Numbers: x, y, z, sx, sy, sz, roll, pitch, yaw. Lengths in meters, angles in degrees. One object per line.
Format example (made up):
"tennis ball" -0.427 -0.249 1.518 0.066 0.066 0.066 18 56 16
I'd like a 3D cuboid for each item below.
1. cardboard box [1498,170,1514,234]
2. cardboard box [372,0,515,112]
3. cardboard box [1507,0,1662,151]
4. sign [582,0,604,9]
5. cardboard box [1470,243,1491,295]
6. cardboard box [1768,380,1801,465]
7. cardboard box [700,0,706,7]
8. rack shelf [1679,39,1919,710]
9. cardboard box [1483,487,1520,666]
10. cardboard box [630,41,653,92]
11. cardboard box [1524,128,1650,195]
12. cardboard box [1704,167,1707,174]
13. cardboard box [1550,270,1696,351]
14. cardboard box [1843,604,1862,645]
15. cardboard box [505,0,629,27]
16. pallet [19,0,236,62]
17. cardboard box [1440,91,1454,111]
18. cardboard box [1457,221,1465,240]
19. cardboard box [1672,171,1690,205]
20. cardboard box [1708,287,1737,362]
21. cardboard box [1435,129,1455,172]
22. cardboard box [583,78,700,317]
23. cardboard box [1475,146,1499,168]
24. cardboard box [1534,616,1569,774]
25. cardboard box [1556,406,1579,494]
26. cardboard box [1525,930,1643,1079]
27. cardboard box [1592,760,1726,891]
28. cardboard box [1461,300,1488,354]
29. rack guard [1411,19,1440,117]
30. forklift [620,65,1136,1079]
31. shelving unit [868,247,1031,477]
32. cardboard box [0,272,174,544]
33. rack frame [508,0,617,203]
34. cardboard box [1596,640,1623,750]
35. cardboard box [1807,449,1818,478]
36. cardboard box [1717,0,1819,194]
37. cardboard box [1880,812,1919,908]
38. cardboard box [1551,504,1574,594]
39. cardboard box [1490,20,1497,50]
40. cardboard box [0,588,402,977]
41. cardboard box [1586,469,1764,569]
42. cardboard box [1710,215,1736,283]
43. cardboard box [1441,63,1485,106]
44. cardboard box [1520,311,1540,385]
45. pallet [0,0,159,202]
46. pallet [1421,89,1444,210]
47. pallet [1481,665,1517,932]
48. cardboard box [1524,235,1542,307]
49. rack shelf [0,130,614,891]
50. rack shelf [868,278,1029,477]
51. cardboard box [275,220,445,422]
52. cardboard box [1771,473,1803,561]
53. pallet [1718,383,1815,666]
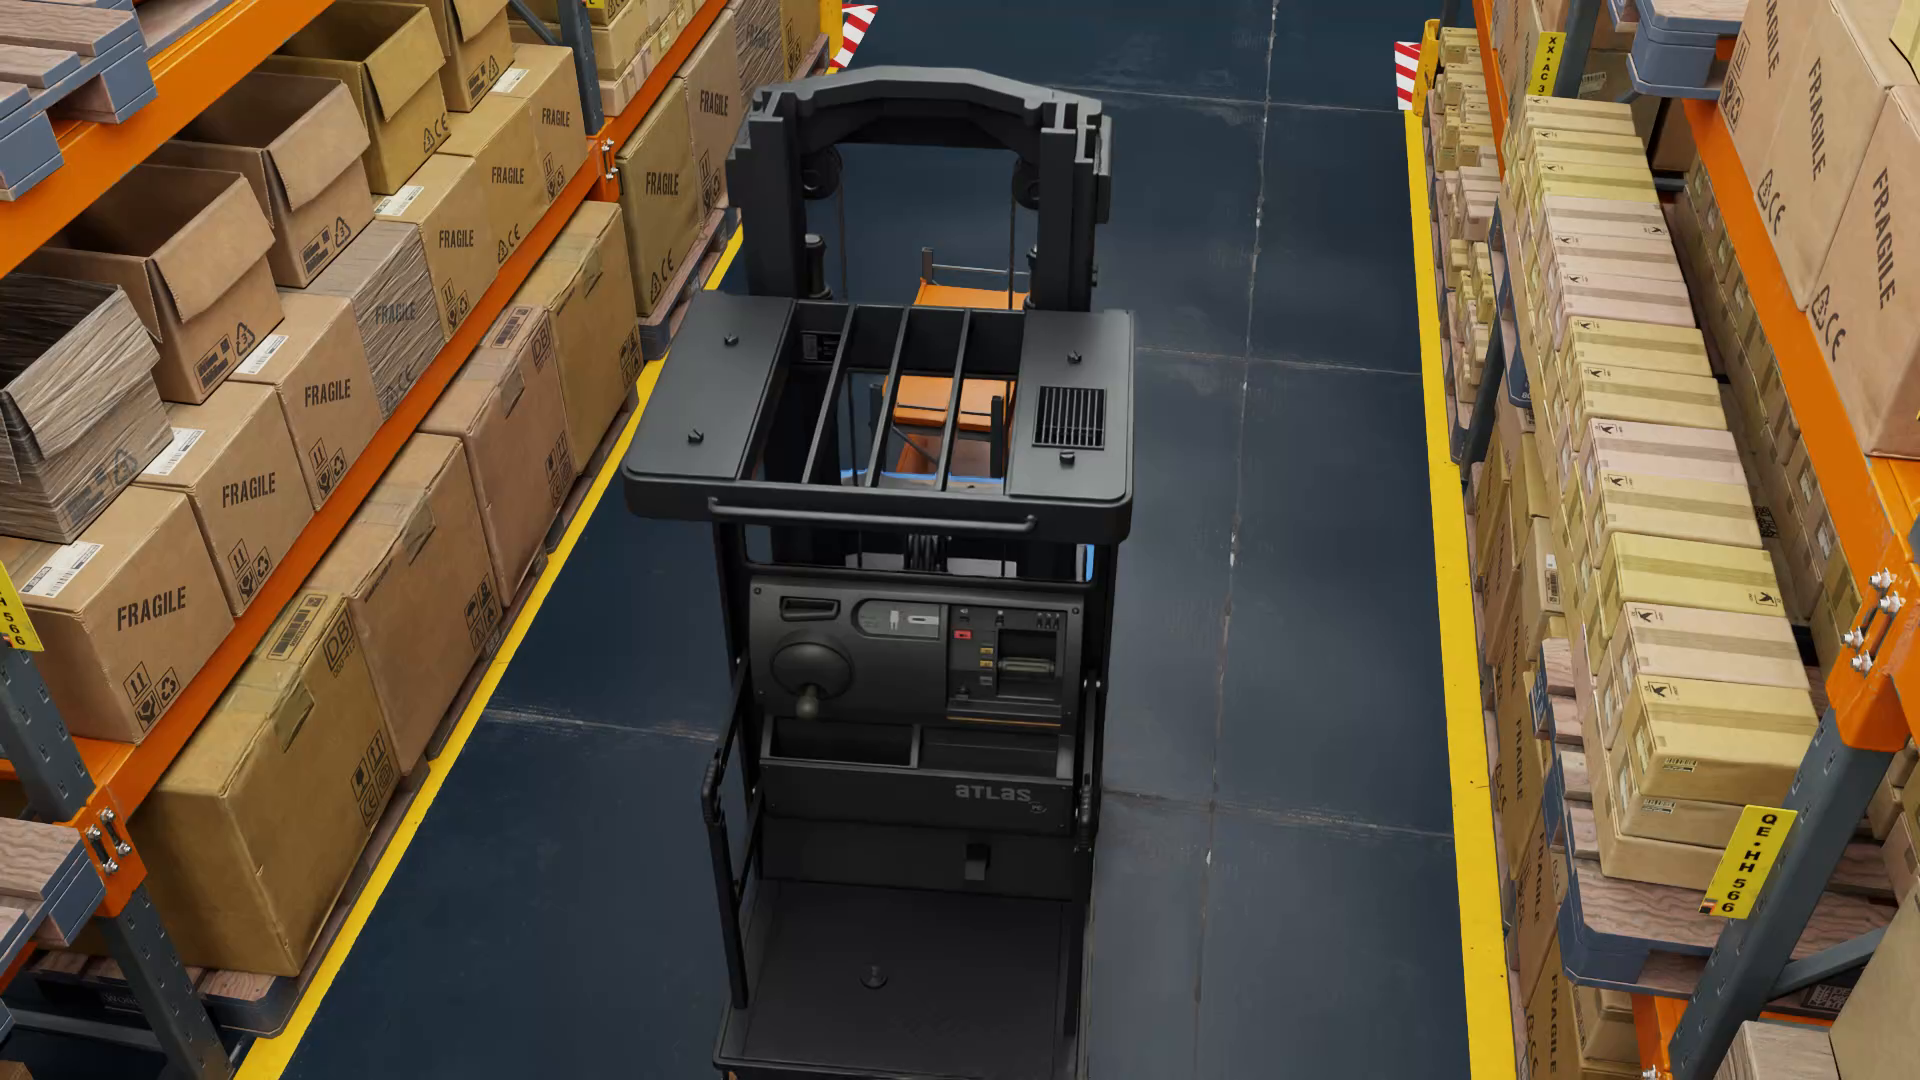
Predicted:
"cardboard box" 2.260 -1.271 6.300 0.380 0.149 0.250 5 40 6
"cardboard box" -2.189 -2.036 6.493 0.797 0.503 0.637 5 40 7
"cardboard box" 2.587 -1.890 6.870 0.500 0.500 0.500 6 40 8
"sign" -1.550 -2.374 6.921 0.100 0.325 0.005 6 40 8
"cardboard box" 2.628 -1.268 7.871 0.380 0.149 0.250 6 40 7
"cardboard box" 2.635 -0.331 4.930 0.380 0.149 0.250 8 40 9
"cardboard box" -1.484 -2.878 8.574 0.380 0.149 0.250 7 40 8
"rack shelf" 2.435 -1.026 4.347 1.077 0.370 4.000 6 40 8
"cardboard box" 2.303 0.166 6.327 0.500 0.500 0.500 8 40 10
"cardboard box" -1.662 -2.229 7.790 0.380 0.149 0.250 5 40 6
"cardboard box" 2.218 -1.324 5.898 0.380 0.149 0.250 7 40 9
"cardboard box" 2.904 -1.423 6.018 0.380 0.149 0.250 8 40 10
"cardboard box" 2.038 -0.688 5.129 0.380 0.149 0.250 8 40 9
"cardboard box" 2.459 0.309 4.156 0.380 0.149 0.250 5 40 6
"cardboard box" -1.751 -2.631 7.374 0.500 0.500 0.500 6 40 8
"pallet" -2.529 -1.697 4.743 1.003 0.211 1.213 8 40 10
"cardboard box" 3.027 -2.624 9.744 0.380 0.149 0.250 6 40 7
"cardboard box" 2.804 -1.555 8.684 0.380 0.149 0.250 7 40 9
"cardboard box" 3.153 -1.447 6.843 0.380 0.149 0.250 8 40 9
"cardboard box" 2.775 -0.720 5.634 0.380 0.149 0.250 4 40 5
"cardboard box" 2.915 -2.204 9.469 0.380 0.149 0.250 7 40 8
"cardboard box" -1.893 -1.761 8.364 0.875 0.875 0.875 6 40 8
"cardboard box" 2.891 -1.917 8.656 0.380 0.149 0.250 6 40 8
"cardboard box" 2.130 0.527 5.302 0.500 0.250 0.500 7 40 9
"cardboard box" 1.947 -0.241 4.822 0.380 0.149 0.250 7 40 9
"cardboard box" 1.946 1.468 4.753 0.500 0.500 0.500 6 40 7
"cardboard box" 1.722 0.683 3.938 0.380 0.149 0.250 7 40 8
"cardboard box" 2.557 -0.984 7.760 0.380 0.149 0.250 5 40 6
"rack guard" 3.460 -2.901 10.367 1.175 0.500 0.348 6 40 8
"forklift" -0.142 0.399 4.467 1.130 2.935 3.031 3 40 4
"shelving unit" 0.001 -0.438 6.897 0.538 1.125 1.048 6 40 8
"cardboard box" -2.636 -0.384 4.495 0.797 0.503 0.637 8 40 9
"rack frame" -2.086 -2.012 7.330 1.000 3.000 0.127 6 40 8
"cardboard box" 1.771 0.401 4.046 0.380 0.149 0.250 8 40 9
"cardboard box" 2.586 -0.280 4.635 0.380 0.149 0.250 8 40 9
"cardboard box" 2.102 -1.101 3.796 0.500 0.500 0.500 6 40 8
"cardboard box" 2.366 0.785 3.815 0.380 0.149 0.250 6 40 7
"cardboard box" 1.903 0.041 4.714 0.380 0.149 0.250 5 40 6
"cardboard box" 2.800 -2.499 8.116 0.380 0.149 0.250 7 40 9
"cardboard box" -2.638 0.724 5.358 1.225 0.875 0.875 5 40 6
"cardboard box" 1.856 -0.034 4.338 0.380 0.149 0.250 8 40 9
"cardboard box" 2.817 -0.989 5.727 0.380 0.149 0.250 8 40 10
"cardboard box" 2.949 -2.583 9.461 0.380 0.149 0.250 6 40 8
"cardboard box" 2.083 -0.622 5.516 0.380 0.149 0.250 5 40 6
"pallet" -2.719 -0.995 3.894 1.213 0.211 1.003 8 40 10
"pallet" 3.285 -2.284 9.847 1.003 0.211 1.213 6 40 8
"pallet" 2.439 0.929 5.960 1.003 0.211 1.213 6 40 8
"cardboard box" 2.129 -0.897 5.615 0.380 0.149 0.250 5 40 6
"rack shelf" -2.432 -0.480 6.041 1.077 0.370 4.000 6 40 8
"rack shelf" 0.001 -0.663 6.710 0.538 0.278 1.000 6 40 8
"cardboard box" -2.166 -0.775 5.755 0.500 0.500 0.500 7 40 8
"cardboard box" 2.593 -0.048 4.821 0.380 0.149 0.250 7 40 8
"pallet" 2.392 -0.065 5.125 1.003 0.211 1.213 6 40 8
